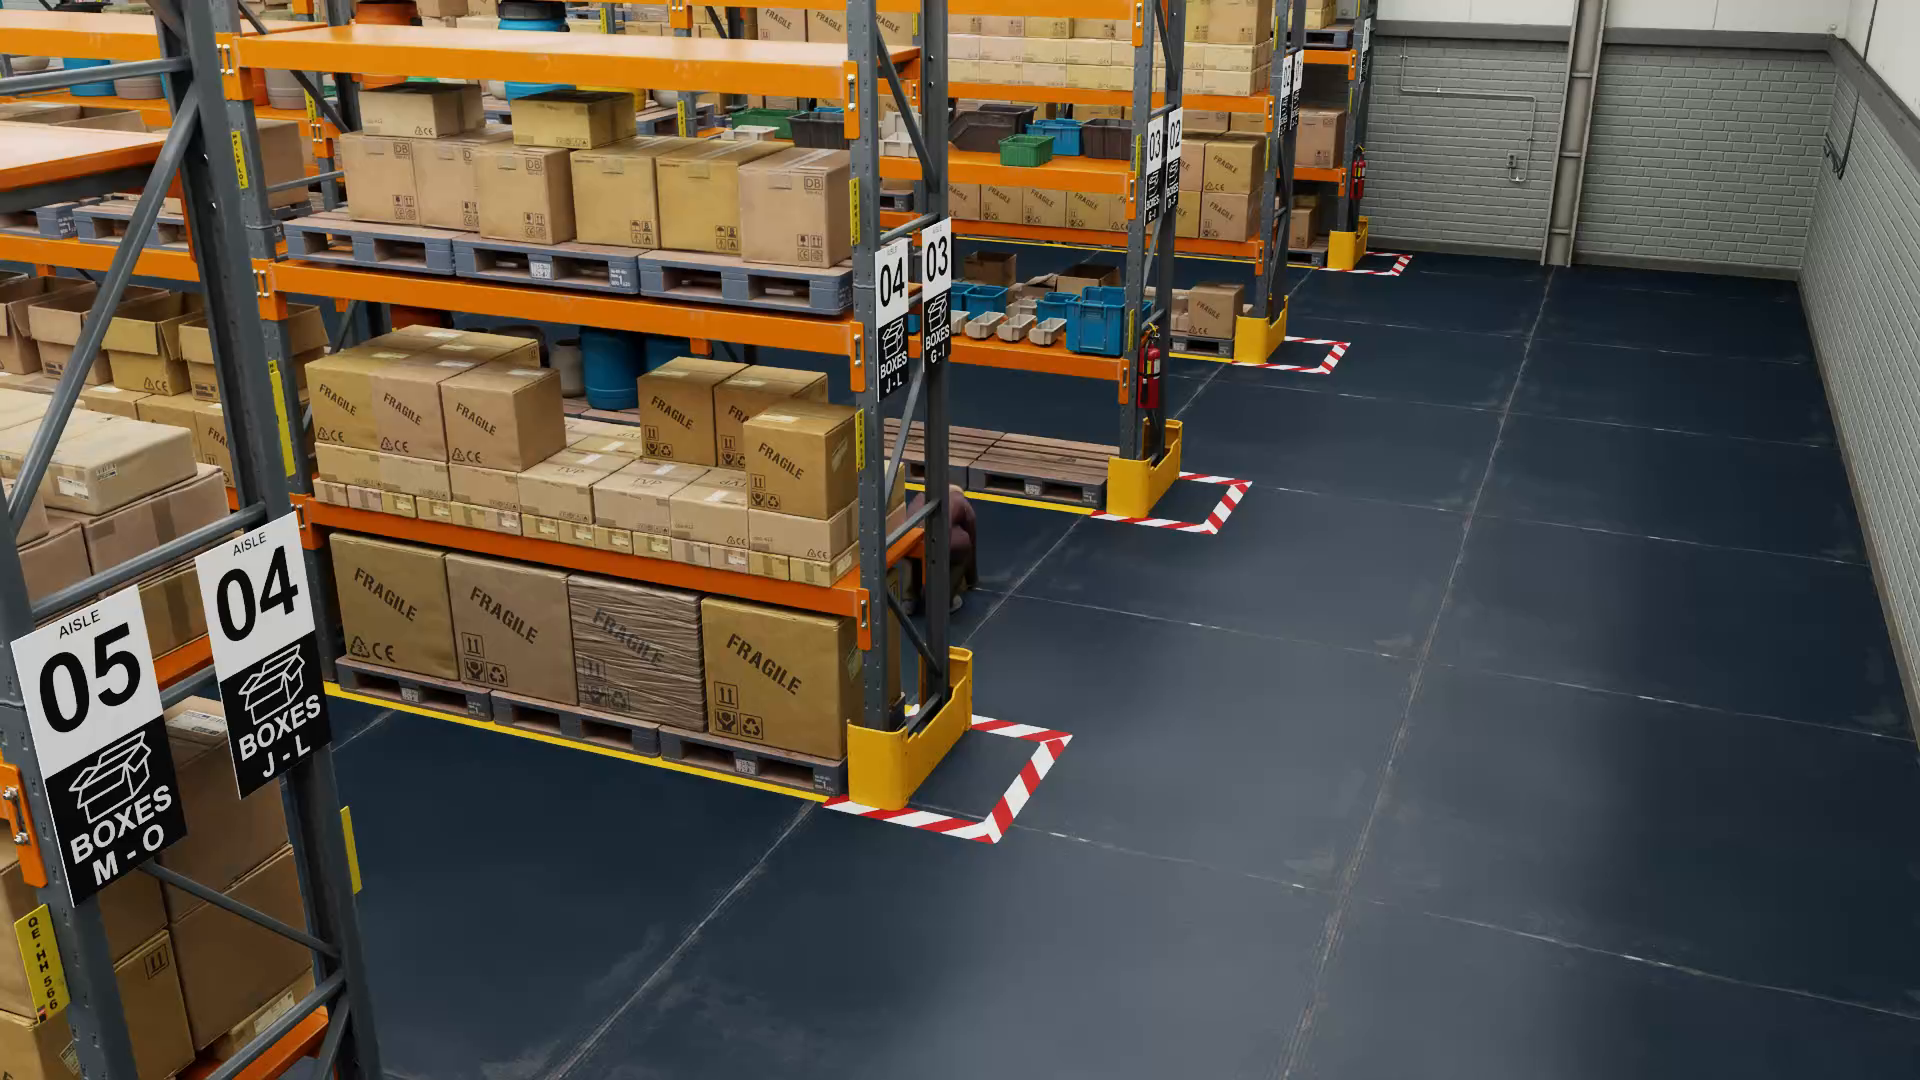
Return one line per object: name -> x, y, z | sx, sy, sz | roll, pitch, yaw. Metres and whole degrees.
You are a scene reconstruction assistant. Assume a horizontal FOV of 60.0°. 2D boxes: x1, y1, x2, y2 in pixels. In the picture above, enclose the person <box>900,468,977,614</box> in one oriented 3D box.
person -> -0.156, -0.049, 12.053 | 0.585, 1.051, 0.946 | 7, 23, 18
